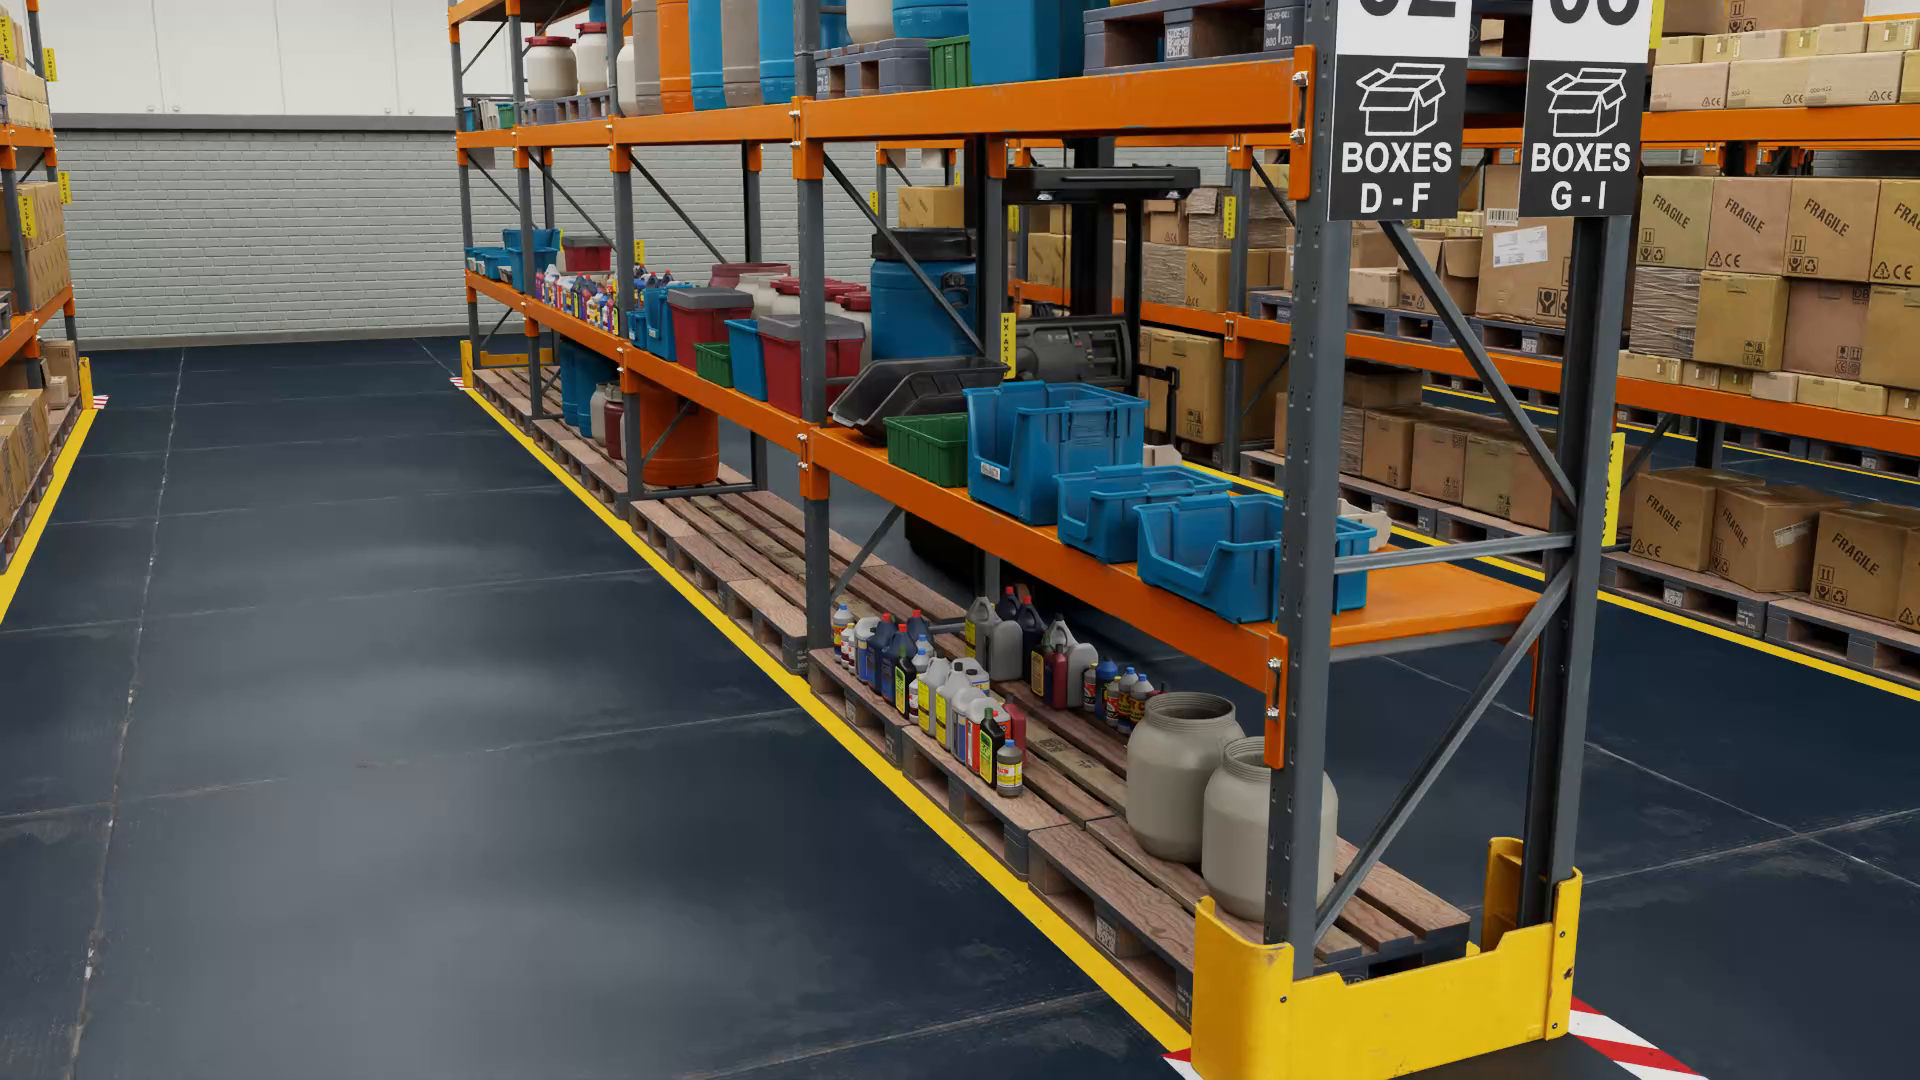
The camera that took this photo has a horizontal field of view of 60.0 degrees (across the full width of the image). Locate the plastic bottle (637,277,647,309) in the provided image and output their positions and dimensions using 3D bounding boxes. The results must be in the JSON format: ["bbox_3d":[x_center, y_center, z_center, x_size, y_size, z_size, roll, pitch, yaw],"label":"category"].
[{"bbox_3d":[-2.640,-2.051,13.862,0.097,0.271,0.097,0,13,0],"label":"plastic bottle"}]

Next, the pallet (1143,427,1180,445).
[{"bbox_3d":[1.926,-1.120,15.740,1.003,0.211,1.213,-6,14,-23],"label":"pallet"}]

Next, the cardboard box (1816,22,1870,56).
[{"bbox_3d":[4.531,-2.502,8.322,0.380,0.149,0.250,-6,14,-24],"label":"cardboard box"}]

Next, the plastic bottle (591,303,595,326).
[{"bbox_3d":[-2.750,-1.731,12.639,0.097,0.201,0.097,0,13,0],"label":"plastic bottle"}]

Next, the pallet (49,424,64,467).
[{"bbox_3d":[-8.297,-0.773,14.241,1.003,0.211,1.213,-6,14,-23],"label":"pallet"}]

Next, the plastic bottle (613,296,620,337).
[{"bbox_3d":[-2.433,-1.598,11.879,0.061,0.283,0.133,-6,14,-23],"label":"plastic bottle"}]

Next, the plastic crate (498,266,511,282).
[{"bbox_3d":[-4.456,-2.669,16.702,0.293,0.136,0.466,-6,14,-23],"label":"plastic crate"}]

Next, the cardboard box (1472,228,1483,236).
[{"bbox_3d":[5.691,-3.254,17.744,0.380,0.149,0.250,-6,14,-25],"label":"cardboard box"}]

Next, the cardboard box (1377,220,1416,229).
[{"bbox_3d":[5.188,-3.578,19.297,0.500,0.500,0.500,-6,14,-23],"label":"cardboard box"}]

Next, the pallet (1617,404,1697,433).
[{"bbox_3d":[6.931,-1.287,16.463,1.003,0.211,1.213,-6,14,-23],"label":"pallet"}]

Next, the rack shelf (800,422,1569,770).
[{"bbox_3d":[0.523,-0.019,6.397,1.077,0.370,4.000,-6,14,-23],"label":"rack shelf"}]

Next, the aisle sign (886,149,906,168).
[{"bbox_3d":[-0.850,-4.964,20.400,0.394,0.787,0.004,-6,14,-23],"label":"aisle sign"}]

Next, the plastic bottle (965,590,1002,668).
[{"bbox_3d":[0.112,0.413,7.831,0.144,0.351,0.185,-6,14,-23],"label":"plastic bottle"}]

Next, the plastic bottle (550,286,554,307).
[{"bbox_3d":[-3.439,-2.087,14.175,0.097,0.201,0.097,0,13,0],"label":"plastic bottle"}]

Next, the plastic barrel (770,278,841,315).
[{"bbox_3d":[-0.928,-1.308,10.067,0.433,0.535,0.433,0,13,0],"label":"plastic barrel"}]

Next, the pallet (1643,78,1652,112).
[{"bbox_3d":[4.110,-2.738,10.310,1.213,0.211,1.003,-6,14,-23],"label":"pallet"}]

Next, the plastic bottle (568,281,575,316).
[{"bbox_3d":[-3.122,-1.957,13.460,0.097,0.271,0.097,0,13,0],"label":"plastic bottle"}]

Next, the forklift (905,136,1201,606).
[{"bbox_3d":[0.684,-1.126,9.735,1.130,2.935,3.031,-6,14,-23],"label":"forklift"}]

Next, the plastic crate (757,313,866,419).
[{"bbox_3d":[-0.752,-0.887,8.407,0.402,0.464,0.583,-6,14,-23],"label":"plastic crate"}]

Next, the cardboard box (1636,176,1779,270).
[{"bbox_3d":[4.207,-1.795,9.376,0.500,0.500,0.500,-6,14,-23],"label":"cardboard box"}]

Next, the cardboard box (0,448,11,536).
[{"bbox_3d":[-6.341,-0.279,10.492,0.500,0.500,0.500,-5,14,-21],"label":"cardboard box"}]

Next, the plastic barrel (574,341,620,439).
[{"bbox_3d":[-2.997,-1.358,14.307,0.600,0.901,0.708,-6,14,-23],"label":"plastic barrel"}]

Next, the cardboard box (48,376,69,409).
[{"bbox_3d":[-8.829,-1.401,15.895,0.500,0.250,0.500,-6,14,-23],"label":"cardboard box"}]

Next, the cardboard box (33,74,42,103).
[{"bbox_3d":[-8.985,-4.261,15.700,0.500,0.250,0.500,-6,14,-23],"label":"cardboard box"}]

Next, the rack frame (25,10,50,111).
[{"bbox_3d":[-9.625,-5.738,16.207,1.000,3.000,0.127,-6,14,-23],"label":"rack frame"}]

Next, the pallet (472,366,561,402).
[{"bbox_3d":[-4.790,-1.730,18.376,1.003,0.211,1.213,-6,14,-23],"label":"pallet"}]

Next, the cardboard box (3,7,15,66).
[{"bbox_3d":[-8.529,-4.302,14.215,0.700,0.500,0.500,-6,14,-23],"label":"cardboard box"}]

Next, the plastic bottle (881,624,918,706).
[{"bbox_3d":[-0.259,0.536,7.299,0.144,0.351,0.185,-6,14,-25],"label":"plastic bottle"}]

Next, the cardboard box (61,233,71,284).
[{"bbox_3d":[-9.196,-2.796,16.578,0.500,0.500,0.500,-5,14,-21],"label":"cardboard box"}]

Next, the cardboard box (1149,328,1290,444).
[{"bbox_3d":[2.400,-1.371,14.421,1.225,0.875,0.875,-6,14,-26],"label":"cardboard box"}]

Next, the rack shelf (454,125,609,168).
[{"bbox_3d":[-4.284,-3.960,16.771,1.077,0.370,4.000,-6,14,-23],"label":"rack shelf"}]

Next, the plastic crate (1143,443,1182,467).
[{"bbox_3d":[0.604,-0.342,6.780,0.530,0.136,0.437,-6,14,-23],"label":"plastic crate"}]

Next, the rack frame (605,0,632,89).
[{"bbox_3d":[-1.880,-4.532,10.995,1.000,3.000,0.127,-6,14,-23],"label":"rack frame"}]

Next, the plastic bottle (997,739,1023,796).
[{"bbox_3d":[0.187,0.852,6.265,0.097,0.201,0.097,0,13,0],"label":"plastic bottle"}]

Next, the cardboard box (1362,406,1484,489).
[{"bbox_3d":[3.412,-0.687,12.253,0.700,0.500,0.500,-4,14,-18],"label":"cardboard box"}]

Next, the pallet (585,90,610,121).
[{"bbox_3d":[-2.097,-3.146,12.076,1.003,0.211,1.213,-6,14,-23],"label":"pallet"}]

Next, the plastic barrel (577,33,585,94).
[{"bbox_3d":[-2.931,-4.023,14.100,0.600,0.588,0.600,0,13,0],"label":"plastic barrel"}]

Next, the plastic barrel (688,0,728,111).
[{"bbox_3d":[-1.205,-2.844,9.243,0.600,0.901,0.708,-6,14,-23],"label":"plastic barrel"}]

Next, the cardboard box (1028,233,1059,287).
[{"bbox_3d":[1.011,-2.814,16.656,0.500,0.500,0.500,-6,14,-23],"label":"cardboard box"}]

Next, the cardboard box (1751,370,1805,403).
[{"bbox_3d":[4.456,-0.828,8.854,0.380,0.149,0.250,-6,14,-23],"label":"cardboard box"}]

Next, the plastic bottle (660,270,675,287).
[{"bbox_3d":[-2.373,-2.024,13.572,0.144,0.351,0.185,-6,14,-23],"label":"plastic bottle"}]

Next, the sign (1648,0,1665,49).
[{"bbox_3d":[1.830,-1.471,4.402,0.100,0.325,0.005,-6,14,-23],"label":"sign"}]

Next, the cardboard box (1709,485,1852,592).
[{"bbox_3d":[4.620,-0.013,9.387,0.500,0.500,0.500,-1,13,-5],"label":"cardboard box"}]

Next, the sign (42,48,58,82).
[{"bbox_3d":[-9.109,-4.754,16.644,0.100,0.325,0.005,-6,14,-23],"label":"sign"}]

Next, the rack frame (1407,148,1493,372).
[{"bbox_3d":[5.641,-3.310,19.021,1.000,3.000,0.127,-6,14,-23],"label":"rack frame"}]

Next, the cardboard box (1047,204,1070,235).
[{"bbox_3d":[1.319,-3.290,16.484,0.797,0.503,0.637,-6,14,-24],"label":"cardboard box"}]

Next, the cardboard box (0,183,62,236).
[{"bbox_3d":[-8.992,-3.180,16.019,0.500,0.500,0.500,-5,14,-21],"label":"cardboard box"}]

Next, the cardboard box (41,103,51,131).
[{"bbox_3d":[-9.178,-4.122,16.206,0.500,0.250,0.500,-6,14,-23],"label":"cardboard box"}]

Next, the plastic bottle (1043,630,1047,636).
[{"bbox_3d":[0.424,0.502,7.595,0.061,0.283,0.133,-5,14,-19],"label":"plastic bottle"}]

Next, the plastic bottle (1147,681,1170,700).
[{"bbox_3d":[0.810,0.701,6.736,0.061,0.283,0.133,-5,14,-22],"label":"plastic bottle"}]

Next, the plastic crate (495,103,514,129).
[{"bbox_3d":[-4.140,-3.975,15.611,0.416,0.233,0.300,-6,14,-23],"label":"plastic crate"}]

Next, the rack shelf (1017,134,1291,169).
[{"bbox_3d":[1.857,-3.581,15.133,1.077,0.370,4.000,-6,14,-23],"label":"rack shelf"}]

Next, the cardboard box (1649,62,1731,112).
[{"bbox_3d":[4.206,-2.503,9.211,0.500,0.250,0.500,-6,14,-25],"label":"cardboard box"}]
